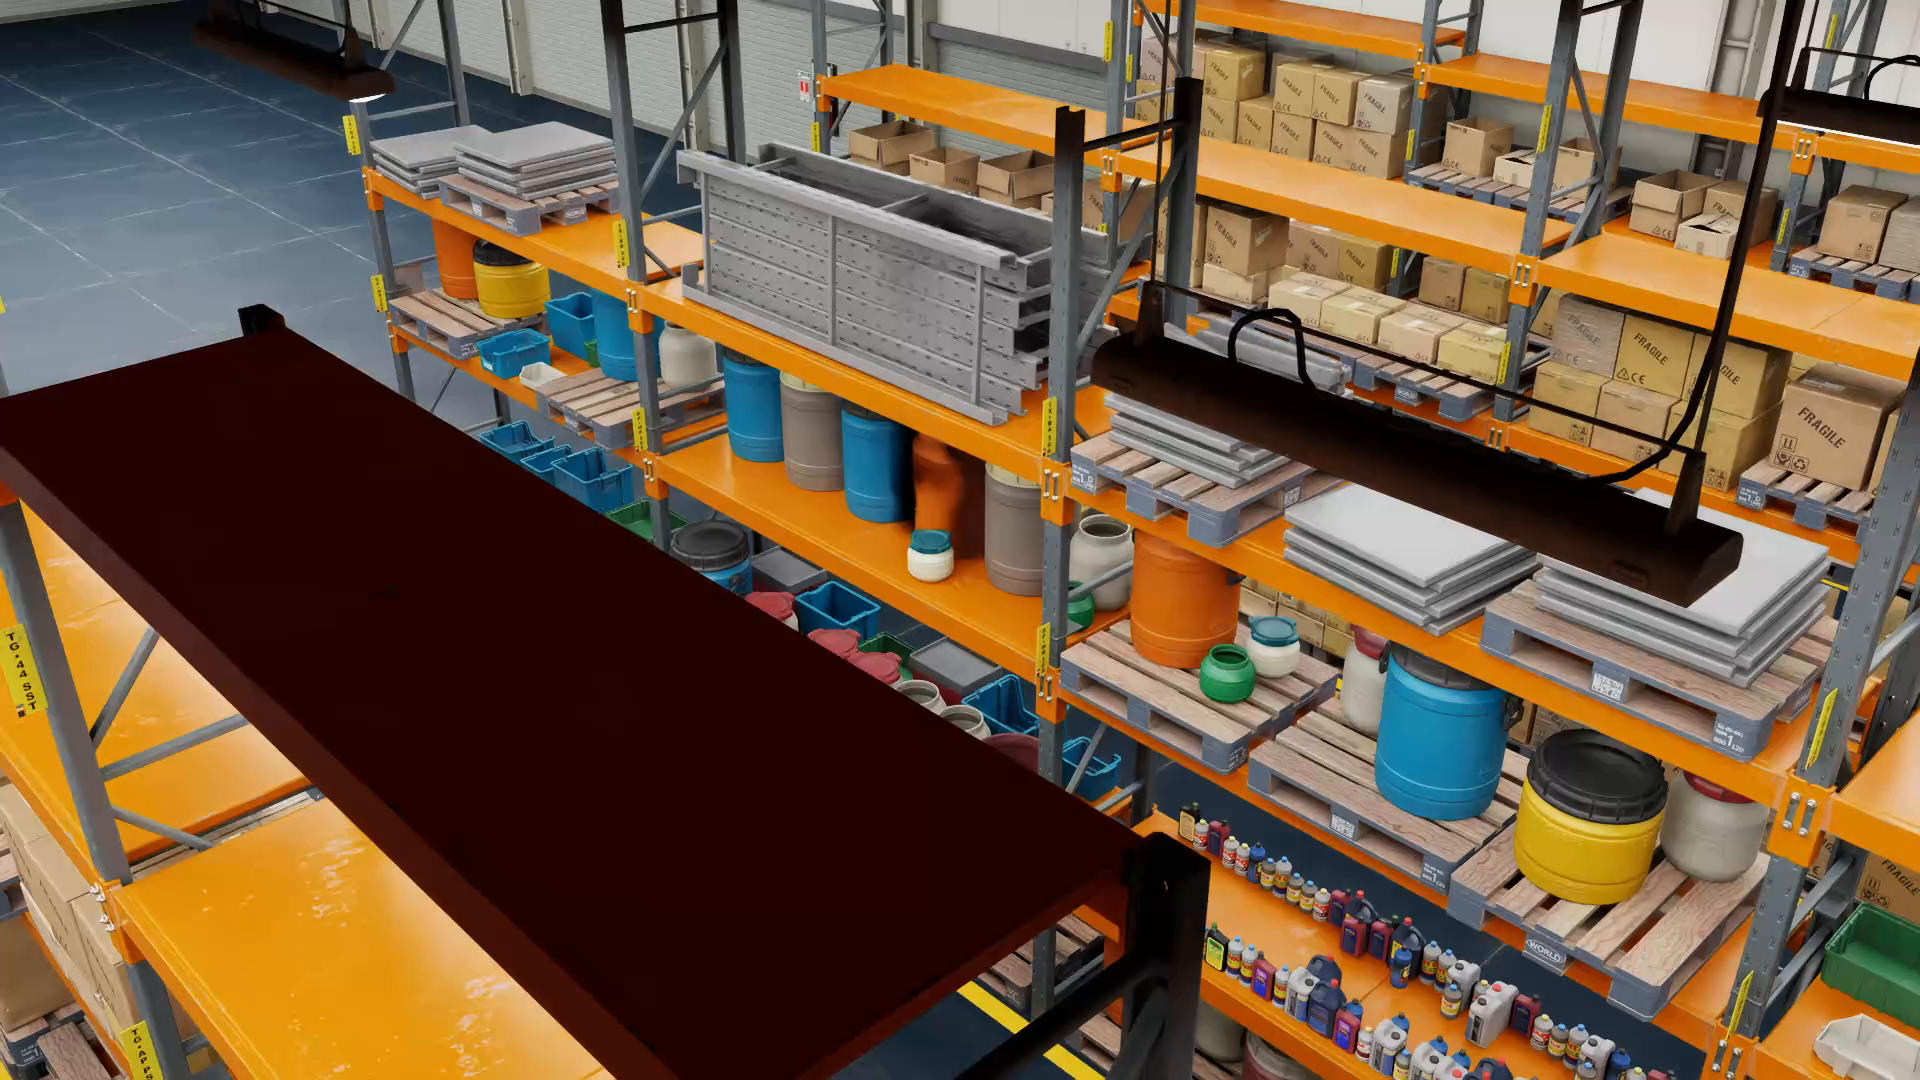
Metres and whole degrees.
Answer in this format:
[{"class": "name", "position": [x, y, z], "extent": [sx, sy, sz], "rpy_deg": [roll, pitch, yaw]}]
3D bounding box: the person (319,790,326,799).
[{"class": "person", "position": [-4.160, 1.722, 11.367], "extent": [0.670, 1.671, 1.101], "rpy_deg": [-16, 32, -27]}]
